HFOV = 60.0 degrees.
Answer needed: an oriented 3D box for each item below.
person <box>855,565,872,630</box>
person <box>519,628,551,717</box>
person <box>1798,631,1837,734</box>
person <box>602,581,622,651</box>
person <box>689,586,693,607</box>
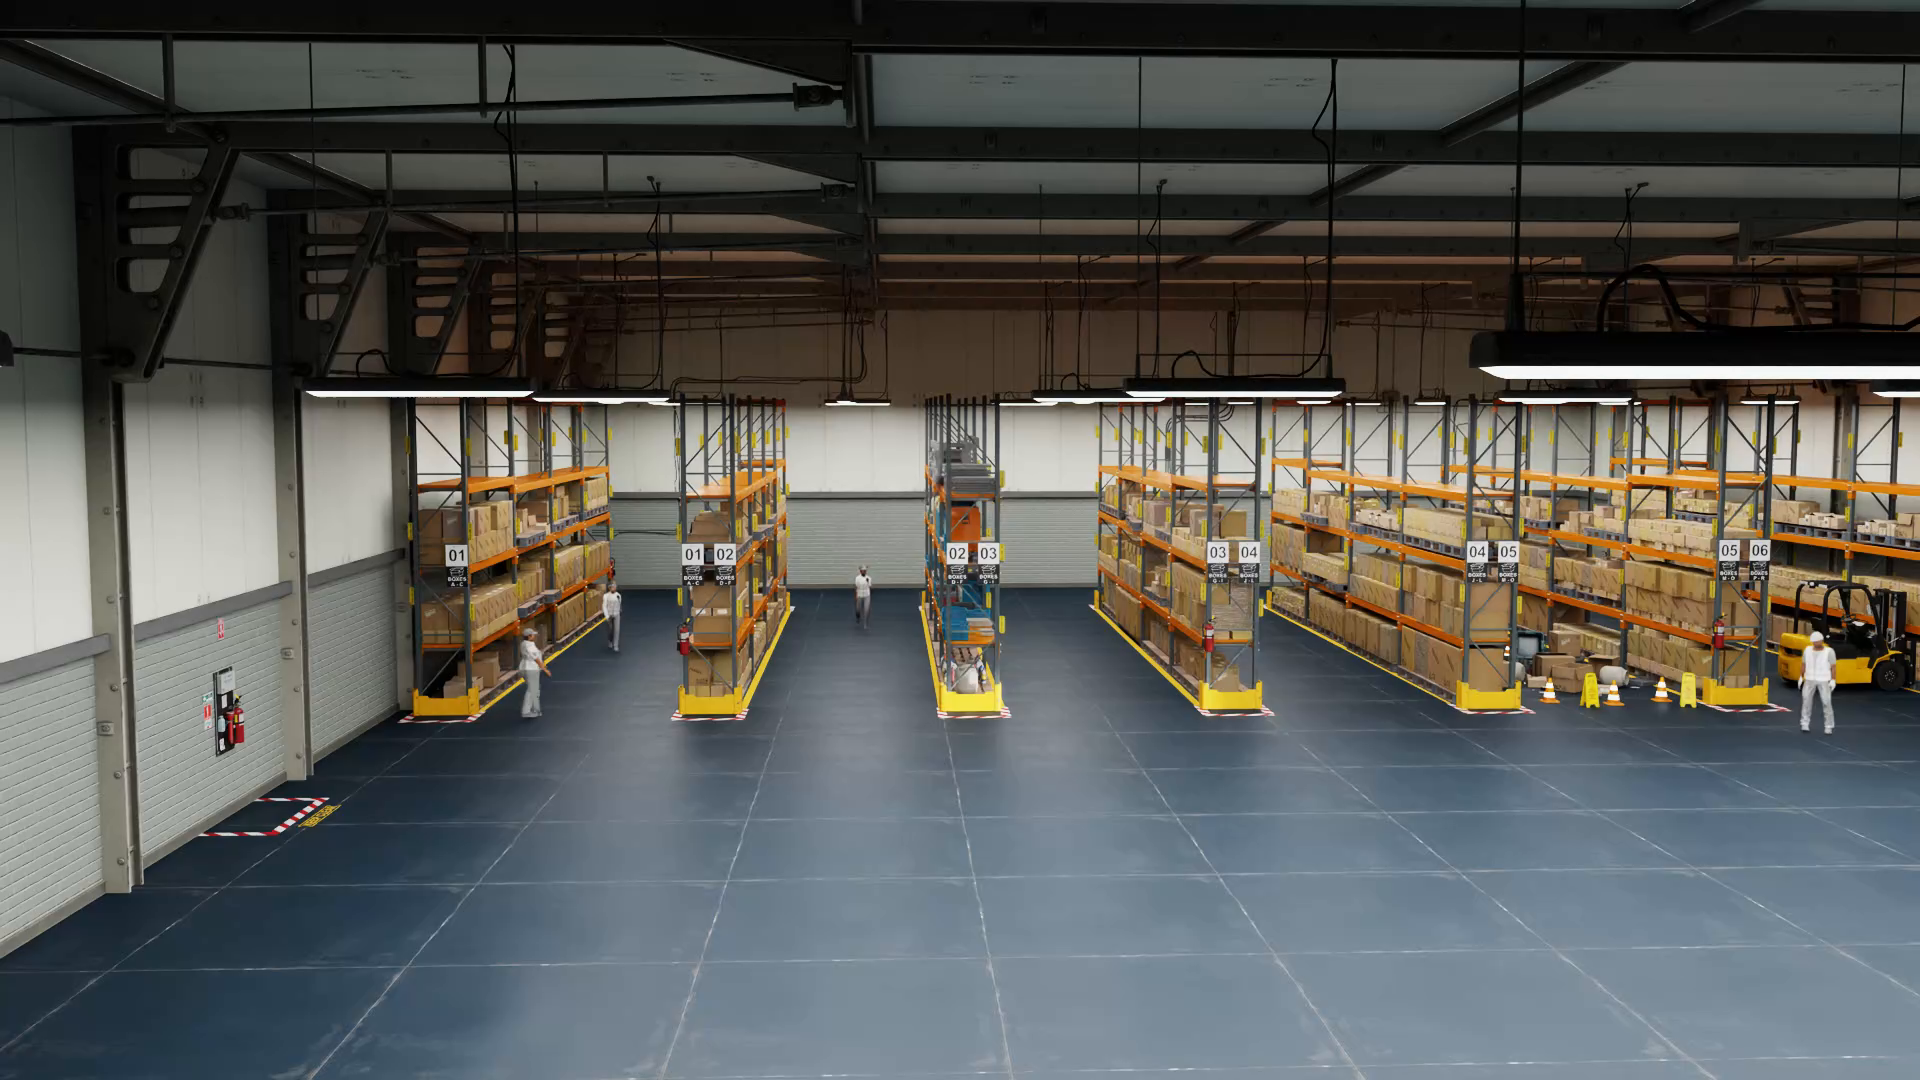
[{"bbox_3d":[-2.502,1.472,43.190,0.456,1.655,0.665,0,5,-4],"label":"person"},{"bbox_3d":[-7.938,2.488,30.883,0.570,1.724,0.567,-4,6,-44],"label":"person"},{"bbox_3d":[15.166,2.503,29.440,0.629,1.783,0.406,4,6,43],"label":"person"},{"bbox_3d":[-8.229,1.782,39.339,0.445,1.639,0.959,-1,5,-10],"label":"person"},{"bbox_3d":[-6.942,1.462,44.004,0.417,1.556,0.823,0,5,-3],"label":"person"}]
